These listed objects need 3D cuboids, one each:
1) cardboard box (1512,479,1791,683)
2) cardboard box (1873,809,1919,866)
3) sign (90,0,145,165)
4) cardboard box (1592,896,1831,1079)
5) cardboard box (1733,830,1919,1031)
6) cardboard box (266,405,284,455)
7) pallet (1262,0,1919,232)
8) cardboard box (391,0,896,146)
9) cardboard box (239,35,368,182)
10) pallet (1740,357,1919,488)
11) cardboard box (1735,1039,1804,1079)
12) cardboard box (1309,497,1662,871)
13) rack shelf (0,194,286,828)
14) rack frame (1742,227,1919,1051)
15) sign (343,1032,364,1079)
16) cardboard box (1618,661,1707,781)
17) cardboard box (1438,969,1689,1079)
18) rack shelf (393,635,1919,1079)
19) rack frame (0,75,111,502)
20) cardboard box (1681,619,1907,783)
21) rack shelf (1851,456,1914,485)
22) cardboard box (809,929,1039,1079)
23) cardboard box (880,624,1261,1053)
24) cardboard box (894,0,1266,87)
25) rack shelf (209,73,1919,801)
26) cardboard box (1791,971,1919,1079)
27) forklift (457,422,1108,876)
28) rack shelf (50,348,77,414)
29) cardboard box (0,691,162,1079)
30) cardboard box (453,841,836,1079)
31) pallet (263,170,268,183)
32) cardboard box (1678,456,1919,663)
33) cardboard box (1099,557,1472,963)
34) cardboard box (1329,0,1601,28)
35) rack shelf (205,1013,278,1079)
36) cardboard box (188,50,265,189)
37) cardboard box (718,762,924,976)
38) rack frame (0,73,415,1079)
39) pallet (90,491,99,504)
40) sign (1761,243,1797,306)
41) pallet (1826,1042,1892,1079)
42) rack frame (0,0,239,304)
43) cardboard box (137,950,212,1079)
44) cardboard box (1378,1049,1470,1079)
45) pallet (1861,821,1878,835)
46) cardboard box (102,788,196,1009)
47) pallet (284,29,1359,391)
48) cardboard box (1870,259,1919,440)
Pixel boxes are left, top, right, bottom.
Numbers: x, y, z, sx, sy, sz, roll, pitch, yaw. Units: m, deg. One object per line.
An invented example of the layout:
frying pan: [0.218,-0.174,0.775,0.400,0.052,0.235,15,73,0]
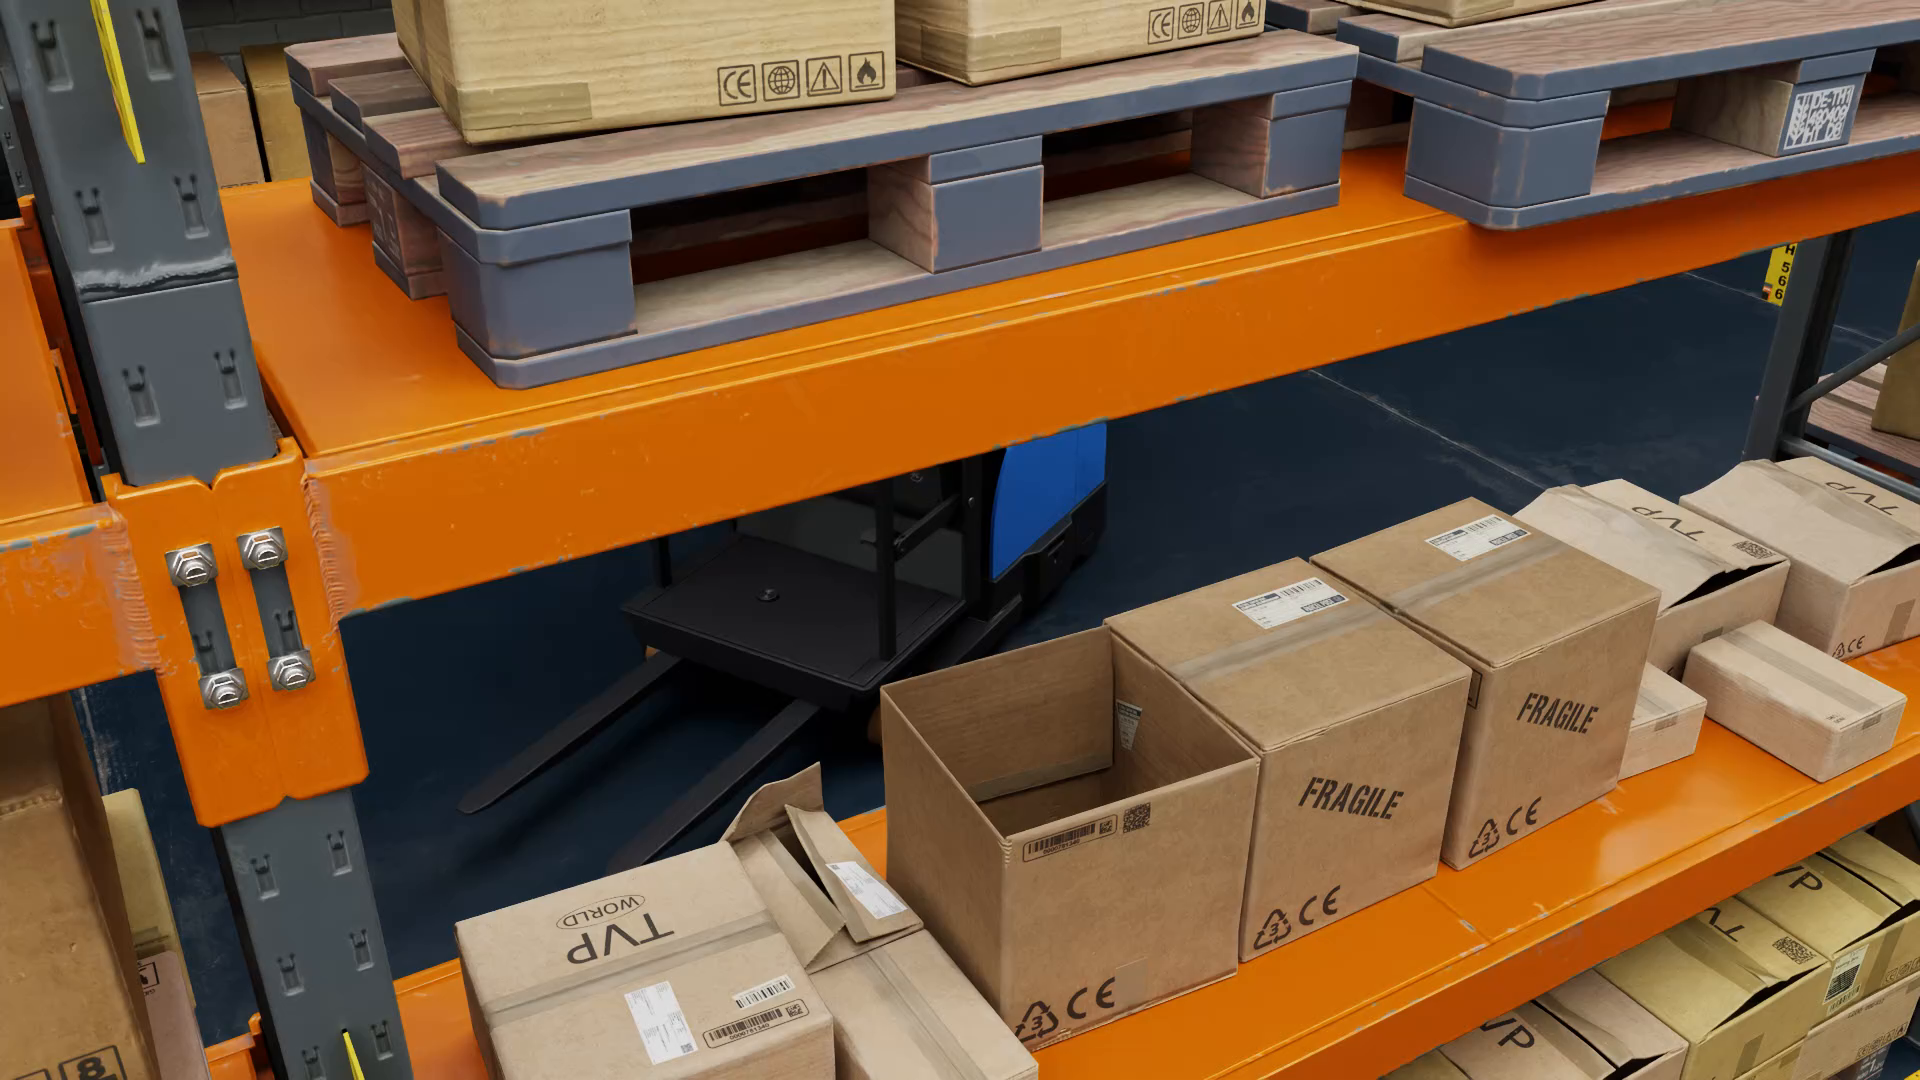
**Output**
cardboard box: [1.640,0.089,4.077,0.500,0.311,0.500,-16,33,-27]
cardboard box: [3.046,0.821,4.790,0.500,0.500,0.500,-14,32,-24]
sign: [-0.657,-0.453,1.245,0.005,0.325,0.100,-16,33,-26]
cardboard box: [1.737,1.047,4.080,0.500,0.311,0.500,-16,33,-27]
cardboard box: [2.182,0.917,4.315,0.500,0.311,0.500,-15,32,-25]
cardboard box: [-2.826,-0.457,7.106,0.500,0.500,0.700,-15,32,-25]
pallet: [1.007,-0.841,2.760,1.213,0.211,1.003,-14,32,-24]
cardboard box: [-0.404,-0.688,2.008,0.500,0.250,0.500,-12,31,-21]
cardboard box: [-2.511,-1.653,6.581,0.500,0.500,0.700,-12,31,-21]
pallet: [3.058,-0.200,4.706,1.003,0.211,1.213,-16,33,-26]
cardboard box: [1.736,1.290,4.220,0.500,0.250,0.500,-16,33,-27]
cardboard box: [1.071,0.285,3.525,0.500,0.500,0.500,-18,34,-29]
rack shelf: [-2.664,0.382,1.094,4.000,0.370,1.077,-16,33,-26]
rack frame: [2.509,-0.089,4.306,0.127,3.000,1.000,-16,33,-26]
sign: [-0.657,0.708,1.885,0.005,0.325,0.100,-16,33,-26]
cardboard box: [1.438,0.357,3.758,0.250,0.149,0.380,-13,32,-23]
cardboard box: [1.301,1.169,3.858,0.500,0.311,0.500,-16,33,-27]
rack shelf: [0.785,0.716,3.593,4.000,0.370,1.077,-16,33,-26]
rack frame: [-3.453,-1.172,6.269,0.127,3.000,1.000,-16,33,-26]
cardboard box: [1.874,0.357,3.759,0.250,0.149,0.380,-16,33,-26]
rack shelf: [4.233,-0.263,5.367,4.000,0.370,1.077,-16,33,-26]
cardboard box: [-0.072,0.869,2.831,0.250,0.149,0.380,-16,33,-26]
cardboard box: [0.185,0.537,3.070,0.500,0.500,0.500,-13,32,-23]
cardboard box: [0.069,-0.823,2.253,0.500,0.250,0.500,-19,34,-31]
rack shelf: [0.785,-0.597,2.868,4.000,0.370,1.077,-16,33,-26]
cardboard box: [2.179,1.162,4.451,0.500,0.250,0.500,-15,32,-25]
forklift: [-0.545,-0.792,5.652,1.130,2.935,3.031,16,33,26]
rack shelf: [-5.177,-0.368,5.556,4.000,0.370,1.077,-16,33,-26]
cardboard box: [-1.319,0.390,1.992,0.500,0.500,0.700,-16,33,-26]
cardboard box: [-0.537,0.818,2.819,0.500,0.250,0.500,-14,32,-23]
pallet: [-2.720,-1.215,6.545,1.213,0.211,1.003,-16,33,-26]
cardboard box: [2.173,0.021,4.199,0.500,0.311,0.500,-14,32,-23]
cardboard box: [0.617,0.414,3.292,0.500,0.500,0.500,-16,33,-26]
cardboard box: [0.740,-0.983,2.544,0.500,0.250,0.500,-19,34,-30]
rack shelf: [-2.664,1.695,1.818,4.000,0.370,1.077,-16,33,-26]
cardboard box: [-2.996,-1.519,6.339,0.500,0.500,0.700,-16,33,-26]
cardboard box: [-0.275,0.658,3.093,0.258,0.266,0.396,-17,33,-28]
rack frame: [-0.940,0.891,2.532,0.127,3.000,1.000,-16,33,-26]
pallet: [-4.014,0.228,6.619,1.213,0.211,1.003,-16,33,-26]
sign: [2.226,-0.785,4.451,0.005,0.325,0.100,-16,33,-26]
pallet: [1.779,1.318,4.644,1.213,0.211,1.003,-16,33,-26]
rack frame: [-0.940,-1.736,1.082,0.127,3.000,1.000,-16,33,-26]
cardboard box: [-1.066,0.719,2.068,0.250,0.149,0.380,-16,33,-26]
cardboard box: [0.868,1.291,3.637,0.500,0.311,0.500,-15,32,-25]
pallet: [3.172,0.965,5.282,1.213,0.211,1.003,-16,33,-26]
cardboard box: [-1.269,0.548,2.378,0.250,0.149,0.380,-16,33,-26]
pallet: [-0.186,-0.560,2.254,1.217,0.209,0.805,-17,33,-28]
cardboard box: [2.995,-0.517,4.545,0.700,0.500,0.500,22,36,34]
